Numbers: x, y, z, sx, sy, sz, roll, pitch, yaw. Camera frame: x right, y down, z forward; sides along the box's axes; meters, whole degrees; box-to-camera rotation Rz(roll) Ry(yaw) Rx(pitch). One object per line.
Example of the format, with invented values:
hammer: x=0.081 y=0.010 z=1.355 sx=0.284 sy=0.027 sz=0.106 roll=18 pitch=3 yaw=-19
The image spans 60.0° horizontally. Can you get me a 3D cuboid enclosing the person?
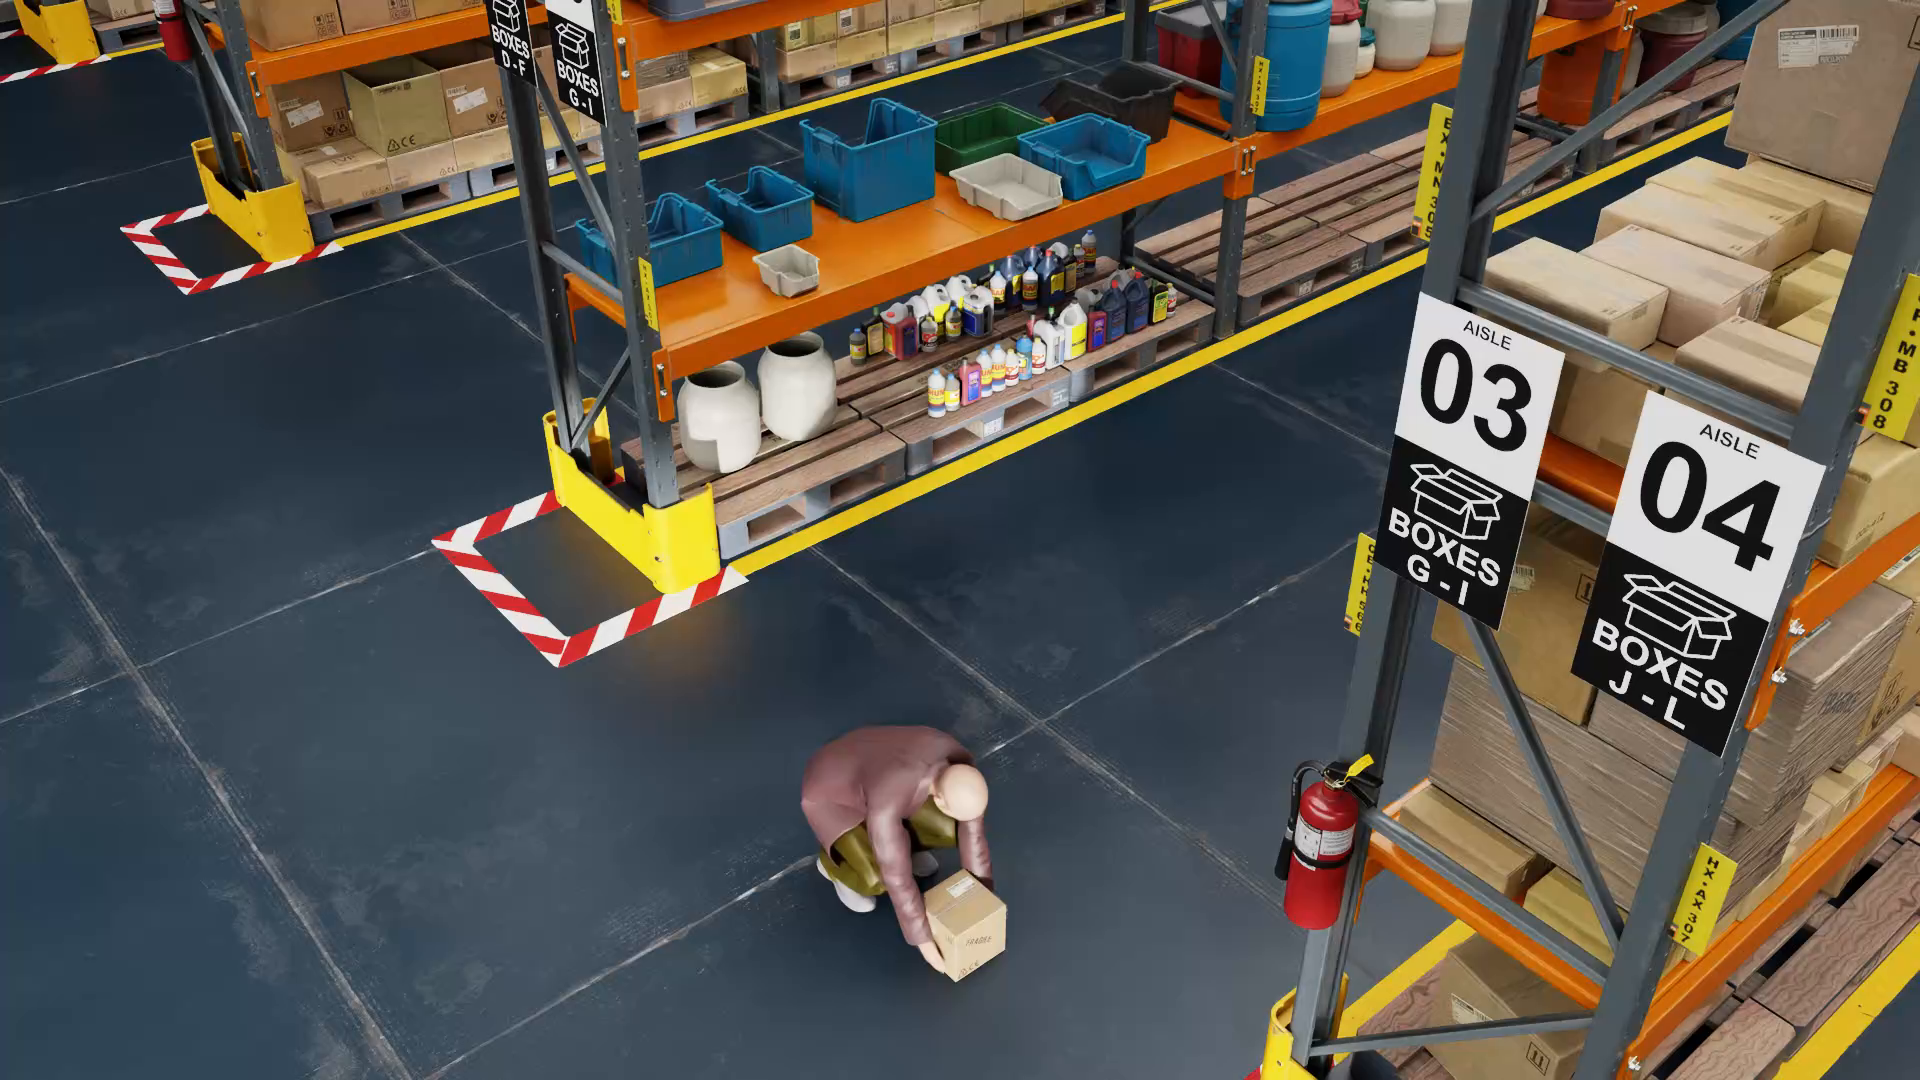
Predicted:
person: x=-0.235 y=1.076 z=6.406 sx=0.595 sy=0.882 sz=0.909 roll=-26 pitch=43 yaw=-32
